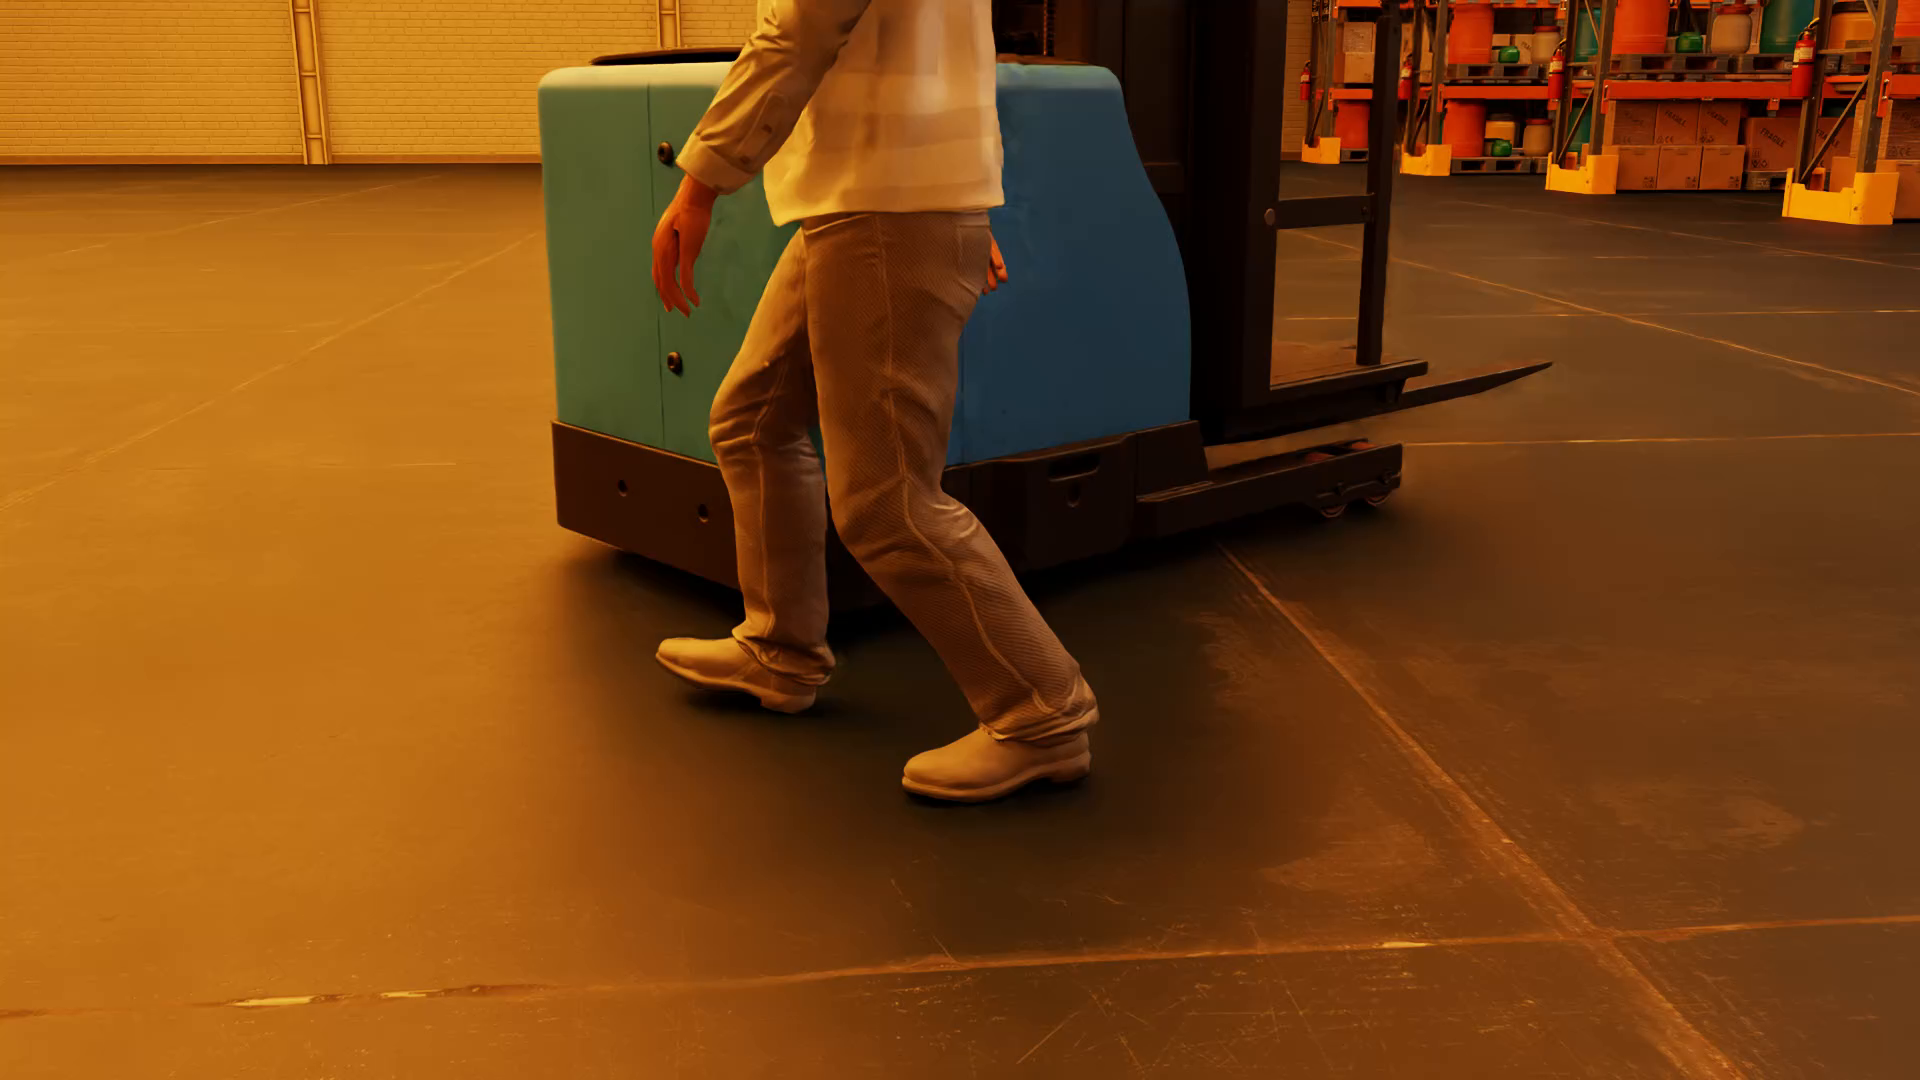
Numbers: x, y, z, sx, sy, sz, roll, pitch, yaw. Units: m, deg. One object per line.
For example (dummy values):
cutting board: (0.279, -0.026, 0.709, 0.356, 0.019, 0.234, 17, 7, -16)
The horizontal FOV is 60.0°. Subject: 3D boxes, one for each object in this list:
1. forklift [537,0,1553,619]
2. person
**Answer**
forklift: (0.502, -1.558, 4.096, 3.031, 2.935, 1.130, -13, 20, -41)
person: (-0.159, -0.508, 2.534, 0.762, 1.717, 0.703, 1, 15, 3)
